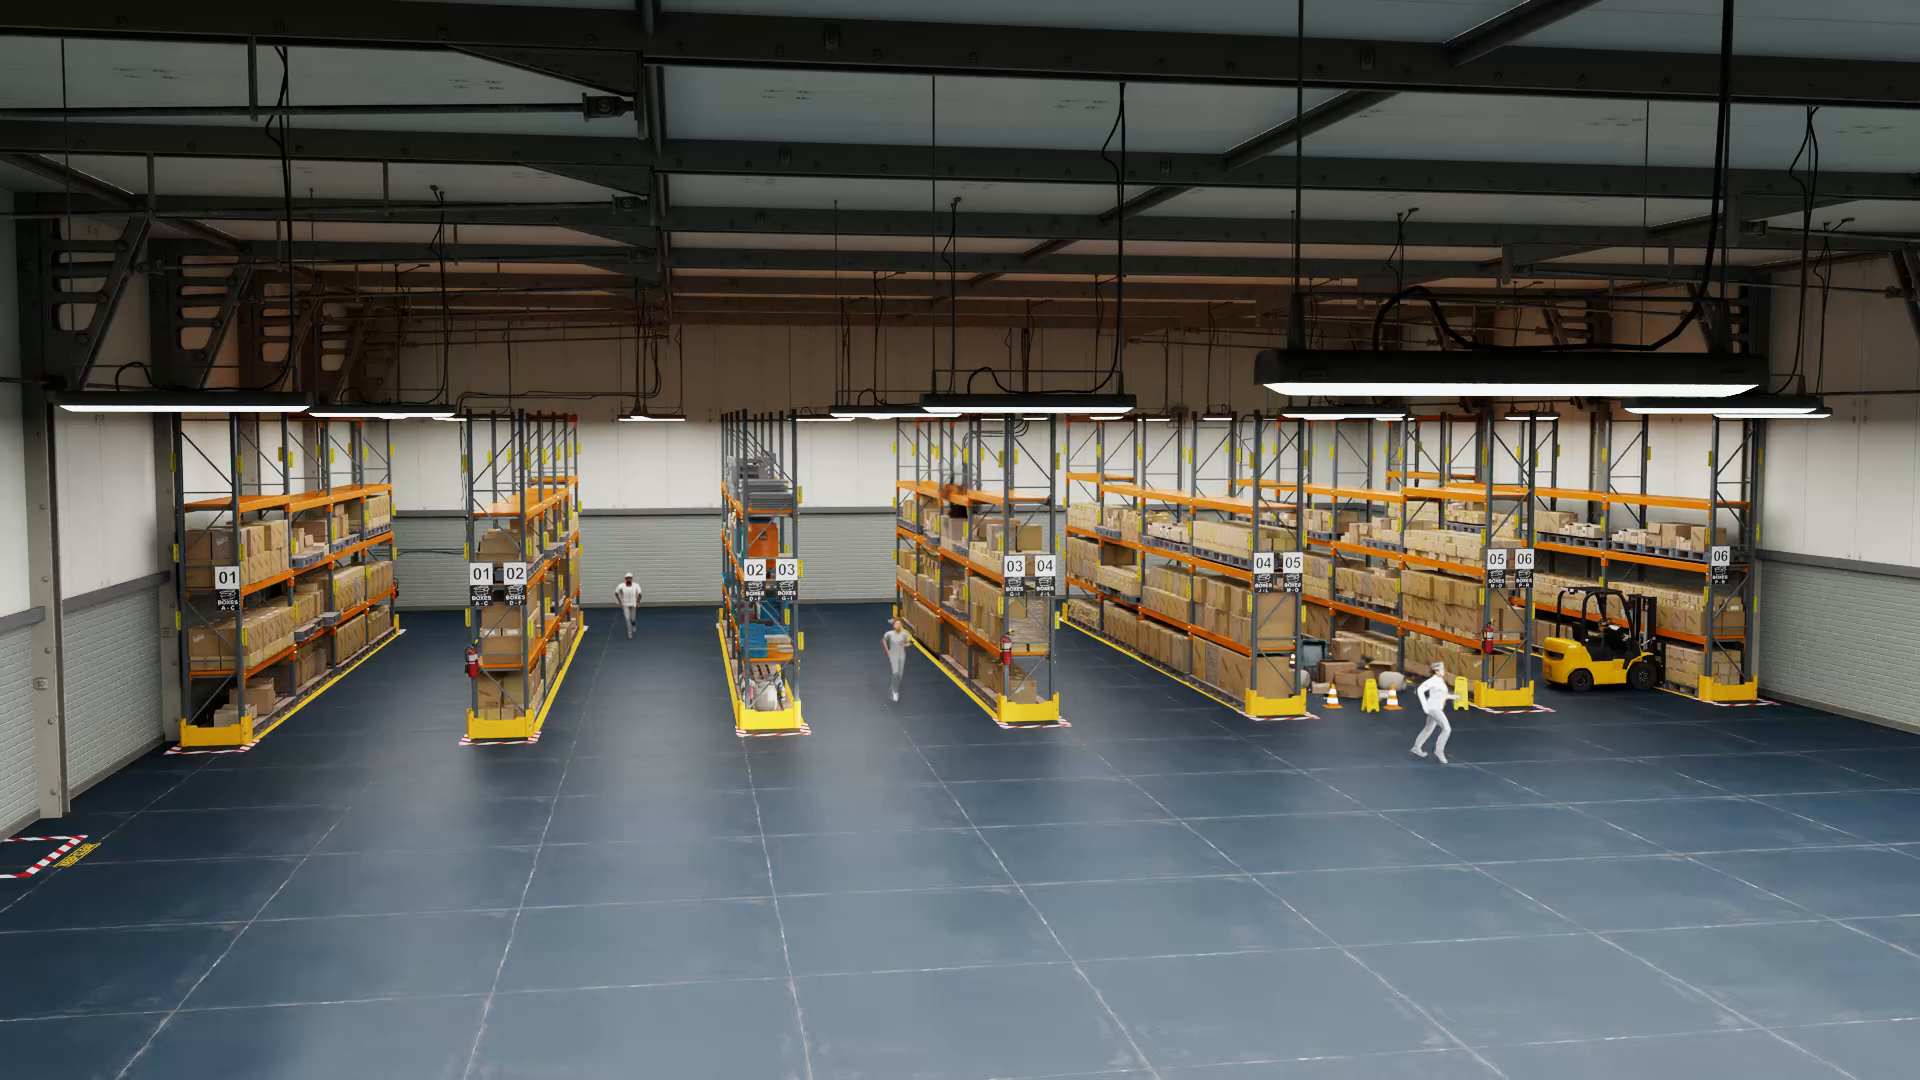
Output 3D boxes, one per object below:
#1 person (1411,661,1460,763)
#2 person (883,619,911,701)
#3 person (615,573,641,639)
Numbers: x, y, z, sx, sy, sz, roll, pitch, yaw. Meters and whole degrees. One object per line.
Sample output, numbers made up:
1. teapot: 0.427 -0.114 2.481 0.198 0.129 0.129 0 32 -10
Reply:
1. person: 8.073 2.915 28.226 0.797 1.739 0.572 2 4 26
2. person: -1.315 2.483 34.726 0.545 1.708 0.787 -1 4 -18
3. person: -8.908 1.752 44.652 0.702 1.750 0.750 -1 4 -17
